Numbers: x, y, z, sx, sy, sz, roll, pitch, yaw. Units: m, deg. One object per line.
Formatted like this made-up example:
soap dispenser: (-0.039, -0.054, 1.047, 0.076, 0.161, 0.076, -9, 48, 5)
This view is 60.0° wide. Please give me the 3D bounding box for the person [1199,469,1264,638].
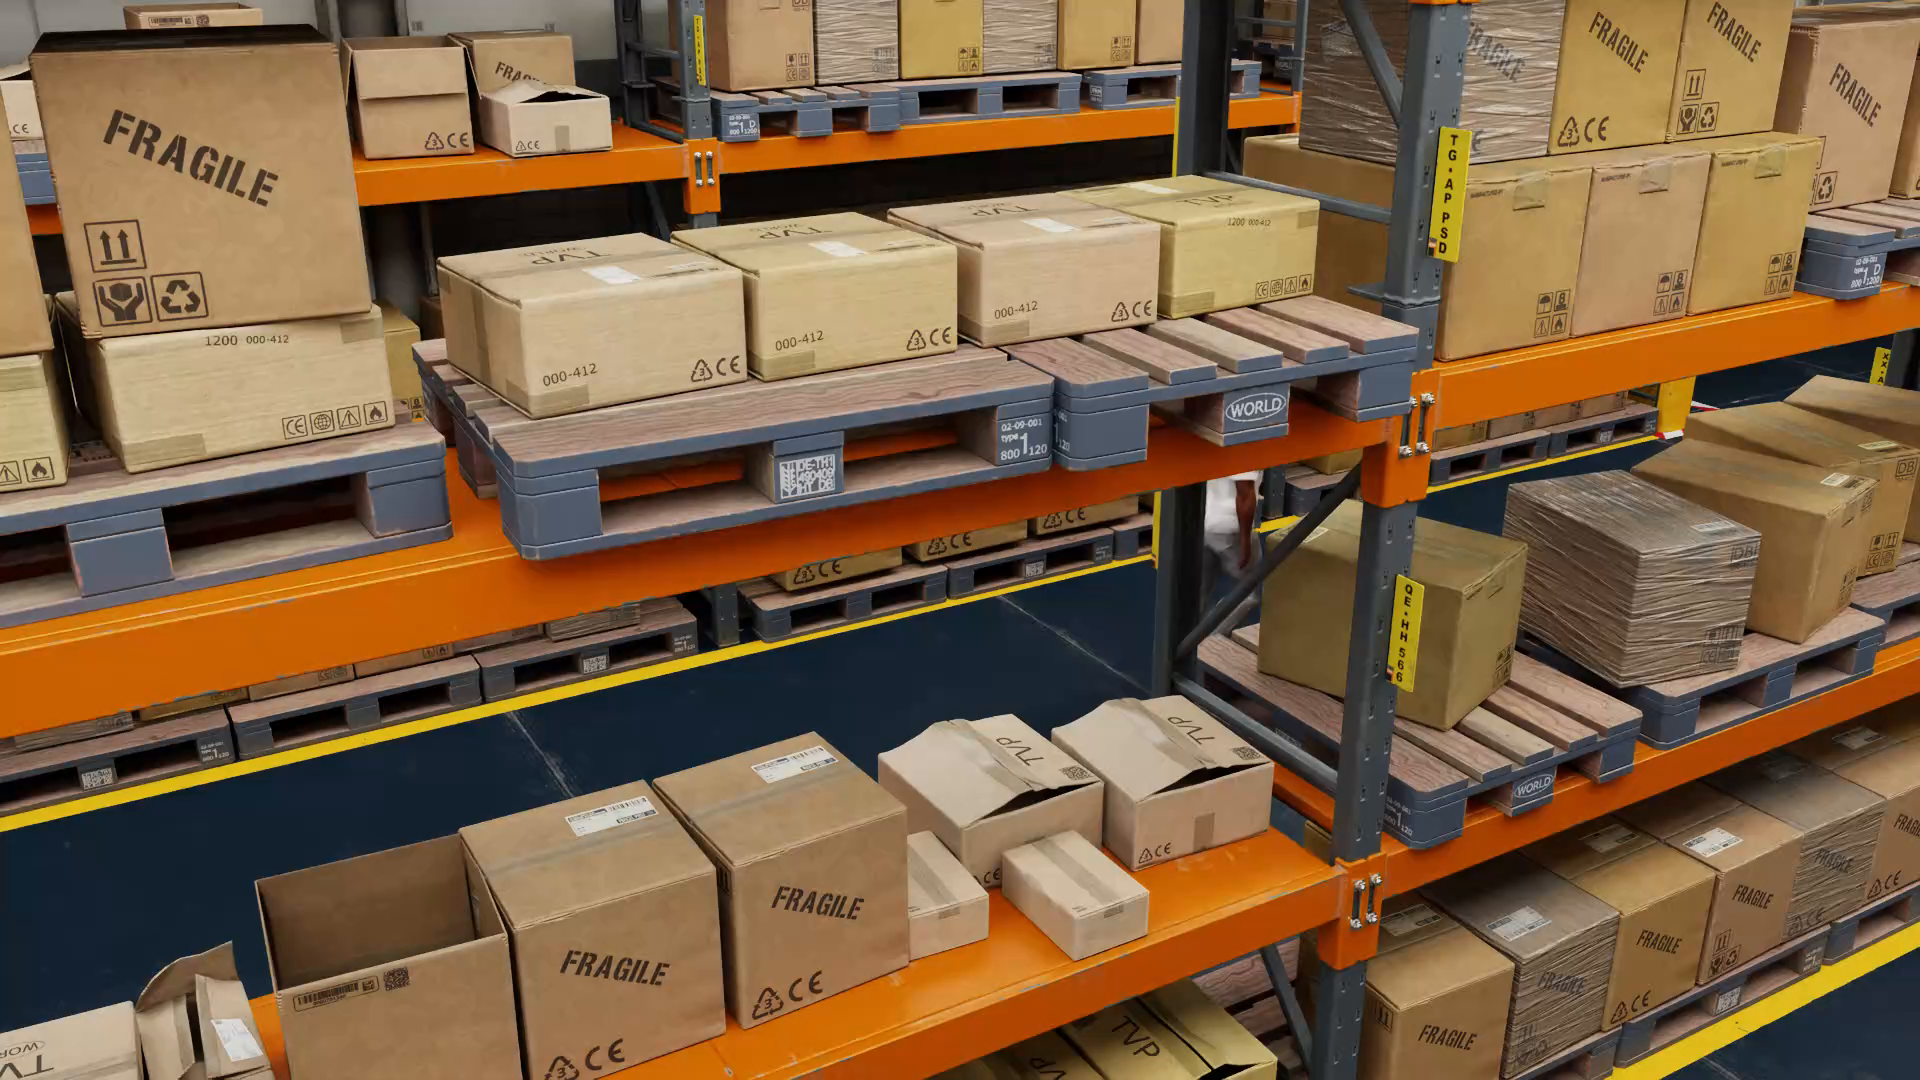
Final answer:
person: (1.340, -0.081, 8.675, 0.535, 1.752, 0.594, -13, 25, -29)
